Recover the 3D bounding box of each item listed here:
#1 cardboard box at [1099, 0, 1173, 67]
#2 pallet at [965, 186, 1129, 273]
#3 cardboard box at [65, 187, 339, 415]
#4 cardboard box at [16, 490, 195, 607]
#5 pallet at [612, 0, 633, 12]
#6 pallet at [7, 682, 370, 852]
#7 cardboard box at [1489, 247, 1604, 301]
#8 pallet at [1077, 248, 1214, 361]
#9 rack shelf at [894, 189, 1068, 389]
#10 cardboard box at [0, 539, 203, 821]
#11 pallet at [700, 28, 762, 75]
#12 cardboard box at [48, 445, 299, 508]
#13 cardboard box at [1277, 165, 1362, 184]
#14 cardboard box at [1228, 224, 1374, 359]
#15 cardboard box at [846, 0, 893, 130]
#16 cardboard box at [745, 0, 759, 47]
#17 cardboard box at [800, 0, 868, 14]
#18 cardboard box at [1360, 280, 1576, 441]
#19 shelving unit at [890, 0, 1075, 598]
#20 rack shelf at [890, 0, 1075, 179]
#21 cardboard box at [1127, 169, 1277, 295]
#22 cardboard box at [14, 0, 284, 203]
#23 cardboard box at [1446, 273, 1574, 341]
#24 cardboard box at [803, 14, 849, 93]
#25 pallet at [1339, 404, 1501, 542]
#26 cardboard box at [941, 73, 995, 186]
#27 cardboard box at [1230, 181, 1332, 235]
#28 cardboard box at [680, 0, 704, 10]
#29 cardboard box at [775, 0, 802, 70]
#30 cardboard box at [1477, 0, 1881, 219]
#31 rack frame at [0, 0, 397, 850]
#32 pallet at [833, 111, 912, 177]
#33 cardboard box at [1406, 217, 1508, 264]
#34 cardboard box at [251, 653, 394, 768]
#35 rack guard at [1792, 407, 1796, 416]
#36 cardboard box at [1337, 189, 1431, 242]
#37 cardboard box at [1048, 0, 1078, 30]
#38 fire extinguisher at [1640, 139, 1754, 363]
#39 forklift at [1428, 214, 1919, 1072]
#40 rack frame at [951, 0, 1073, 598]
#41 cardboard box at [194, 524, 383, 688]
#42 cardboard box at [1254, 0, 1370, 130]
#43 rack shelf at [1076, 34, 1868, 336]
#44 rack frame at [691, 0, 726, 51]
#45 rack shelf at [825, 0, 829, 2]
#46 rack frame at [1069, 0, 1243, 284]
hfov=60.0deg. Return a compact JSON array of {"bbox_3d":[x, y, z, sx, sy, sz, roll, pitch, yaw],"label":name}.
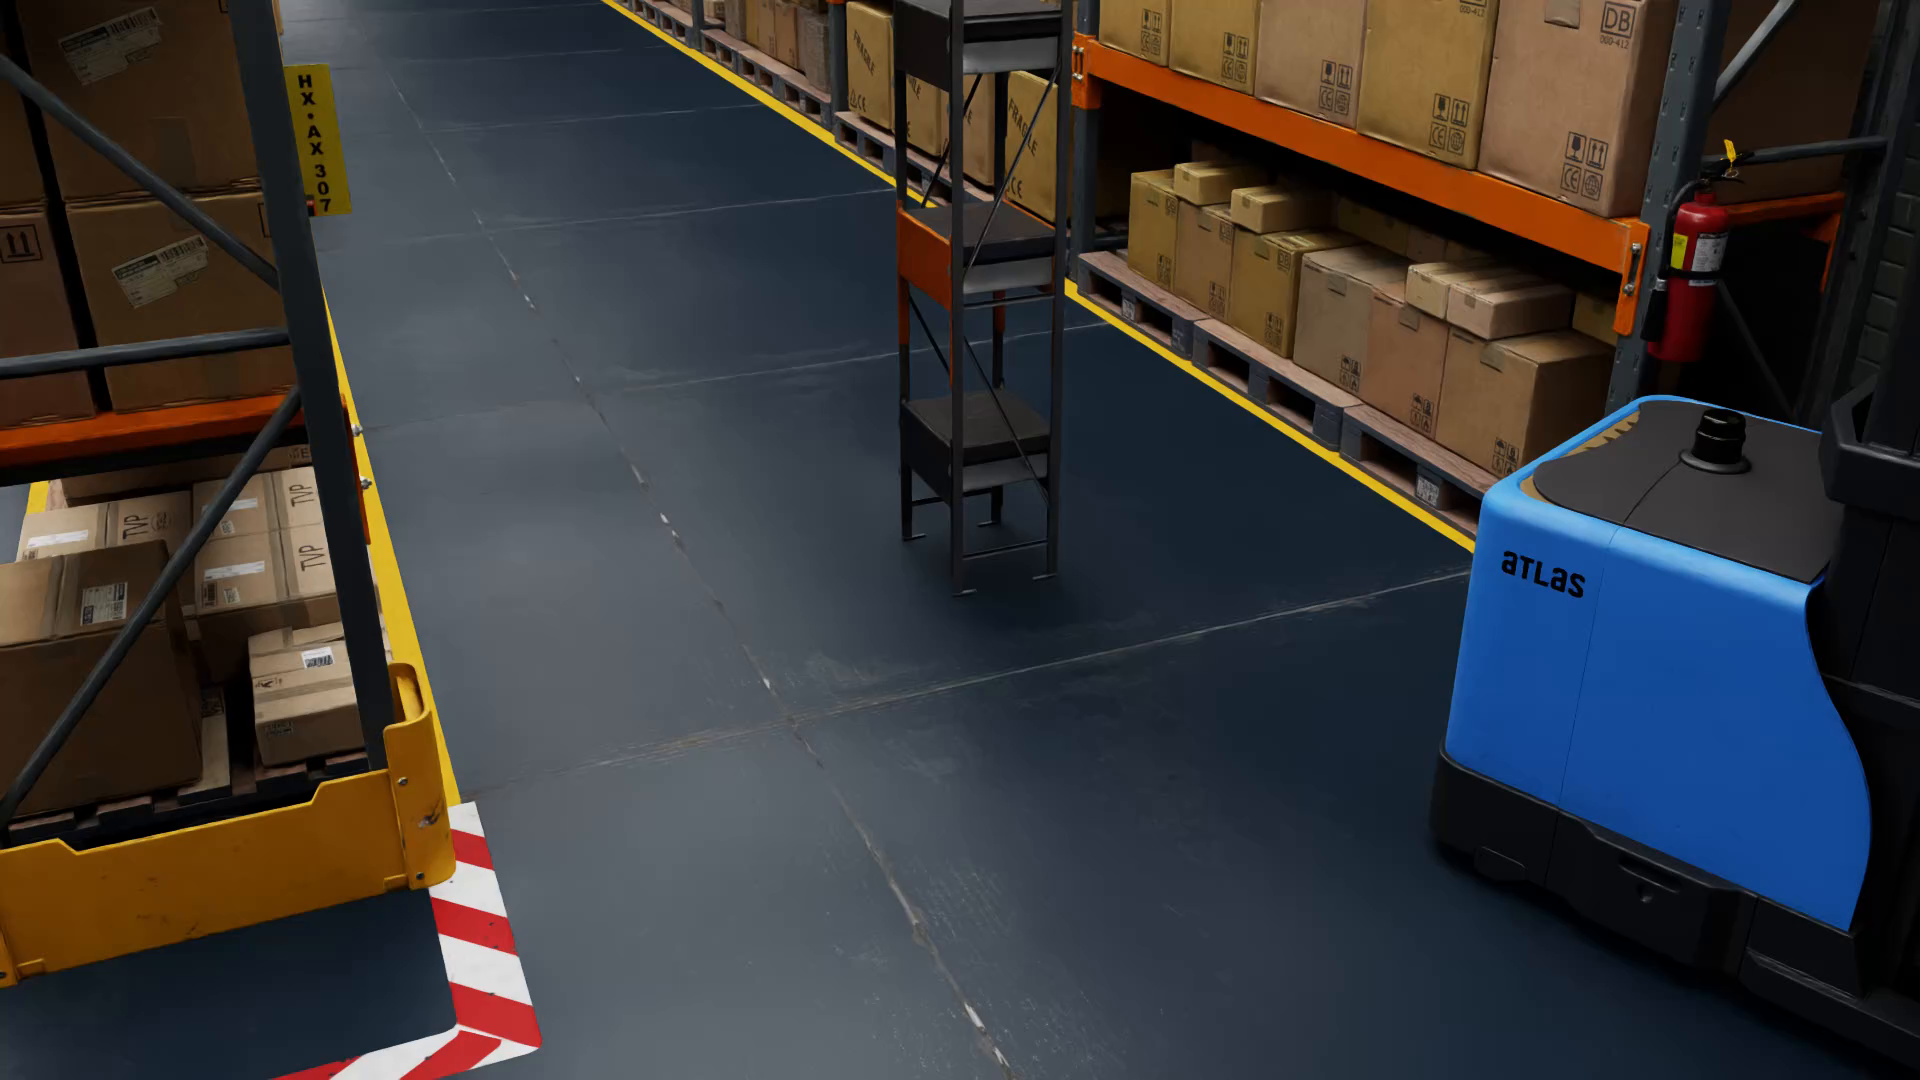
[{"bbox_3d":[1.285,-2.767,8.156,0.980,0.700,0.700,-10,28,-20],"label":"cardboard box"},{"bbox_3d":[0.716,-1.899,9.900,1.003,0.211,1.213,-11,28,-21],"label":"pallet"},{"bbox_3d":[-1.833,-0.656,4.060,0.500,0.500,0.500,-10,28,-20],"label":"cardboard box"},{"bbox_3d":[-2.686,0.086,5.288,0.500,0.250,0.500,-11,28,-21],"label":"cardboard box"},{"bbox_3d":[-3.296,-6.081,18.463,1.003,0.211,1.213,-11,28,-21],"label":"pallet"},{"bbox_3d":[-2.245,0.514,4.956,1.003,0.211,1.213,-11,28,-21],"label":"pallet"},{"bbox_3d":[2.322,-1.050,6.612,0.380,0.149,0.250,-10,28,-20],"label":"cardboard box"},{"bbox_3d":[1.314,-1.280,8.632,1.003,0.211,1.213,-11,28,-21],"label":"pallet"},{"bbox_3d":[0.065,-0.864,5.658,0.431,0.518,0.480,-11,28,-21],"label":"rack shelf"},{"bbox_3d":[-2.342,0.362,4.437,0.500,0.500,0.500,-11,28,-21],"label":"cardboard box"},{"bbox_3d":[-1.739,-4.516,15.260,1.003,0.211,1.213,-11,28,-21],"label":"pallet"},{"bbox_3d":[-2.728,-0.320,5.830,0.797,0.503,0.637,-11,28,-21],"label":"cardboard box"},{"bbox_3d":[1.724,-1.665,7.873,0.380,0.149,0.250,-12,28,-22],"label":"cardboard box"},{"bbox_3d":[1.679,-1.189,7.637,0.700,0.500,0.500,-10,28,-19],"label":"cardboard box"},{"bbox_3d":[-0.311,-3.372,11.709,0.750,0.750,0.750,-11,28,-21],"label":"cardboard box"},{"bbox_3d":[-1.493,-4.664,14.731,0.700,0.500,0.500,-11,28,-22],"label":"cardboard box"},{"bbox_3d":[-0.974,-4.403,13.341,0.500,0.250,0.500,-10,28,-20],"label":"cardboard box"},{"bbox_3d":[2.092,-0.772,6.783,0.700,0.500,0.500,-11,28,-21],"label":"cardboard box"},{"bbox_3d":[0.065,-0.877,5.652,0.431,2.100,0.503,-11,28,-21],"label":"shelving unit"},{"bbox_3d":[0.065,-1.493,5.351,0.431,0.518,0.480,-11,28,-21],"label":"rack shelf"},{"bbox_3d":[1.286,-1.600,8.478,0.700,0.500,0.500,-10,28,-20],"label":"cardboard box"},{"bbox_3d":[-1.833,-1.105,3.841,0.500,0.500,0.500,-10,28,-19],"label":"cardboard box"},{"bbox_3d":[2.070,-0.882,6.269,0.380,0.149,0.250,-11,28,-21],"label":"cardboard box"},{"bbox_3d":[-0.808,-3.825,13.013,0.700,0.500,0.500,-10,28,-20],"label":"cardboard box"},{"bbox_3d":[2.269,-0.295,6.614,1.003,0.211,1.213,-11,28,-21],"label":"pallet"},{"bbox_3d":[0.363,-2.675,10.281,0.750,0.750,0.750,-10,28,-19],"label":"cardboard box"},{"bbox_3d":[1.457,-1.511,7.557,0.380,0.149,0.250,-11,28,-22],"label":"cardboard box"},{"bbox_3d":[-2.488,-5.570,16.587,0.500,0.500,0.500,-13,29,-24],"label":"cardboard box"},{"bbox_3d":[-1.124,-4.249,13.880,0.700,0.500,0.500,-11,28,-21],"label":"cardboard box"},{"bbox_3d":[2.445,-1.578,5.721,0.980,0.700,0.700,-9,28,-18],"label":"cardboard box"},{"bbox_3d":[-1.902,-0.386,3.623,1.000,3.000,0.127,-11,28,-21],"label":"rack frame"},{"bbox_3d":[-0.239,-2.884,11.917,1.003,0.211,1.213,-11,28,-21],"label":"pallet"},{"bbox_3d":[2.124,-1.253,7.029,0.380,0.149,0.250,-10,28,-20],"label":"cardboard box"},{"bbox_3d":[-1.750,0.469,4.619,0.380,0.149,0.250,-11,28,-21],"label":"cardboard box"},{"bbox_3d":[2.664,-0.106,5.898,1.175,0.500,0.348,-11,28,-21],"label":"rack guard"},{"bbox_3d":[1.924,-1.459,7.451,0.380,0.149,0.250,-11,28,-22],"label":"cardboard box"},{"bbox_3d":[0.695,-2.838,8.907,0.380,0.149,0.250,-10,28,-20],"label":"cardboard box"},{"bbox_3d":[2.289,-0.897,5.181,0.296,0.674,0.183,-11,28,-21],"label":"fire extinguisher"},{"bbox_3d":[2.676,-0.178,3.274,3.031,2.935,1.130,23,34,39],"label":"forklift"},{"bbox_3d":[0.160,-0.778,5.451,0.400,2.100,0.015,-11,28,-21],"label":"rack frame"},{"bbox_3d":[-2.050,0.181,5.092,0.500,0.250,0.500,-11,28,-21],"label":"cardboard box"},{"bbox_3d":[1.860,-2.179,6.953,0.980,0.700,0.700,-12,28,-23],"label":"cardboard box"},{"bbox_3d":[1.871,-1.723,7.181,1.077,0.370,4.000,-11,28,-21],"label":"rack shelf"},{"bbox_3d":[-2.045,-6.084,15.291,1.000,3.000,0.127,-11,28,-21],"label":"rack frame"},{"bbox_3d":[-1.262,-4.953,13.795,1.077,0.370,4.000,-11,28,-21],"label":"rack shelf"},{"bbox_3d":[1.088,-2.854,8.676,1.000,3.000,0.127,-11,28,-21],"label":"rack frame"}]
